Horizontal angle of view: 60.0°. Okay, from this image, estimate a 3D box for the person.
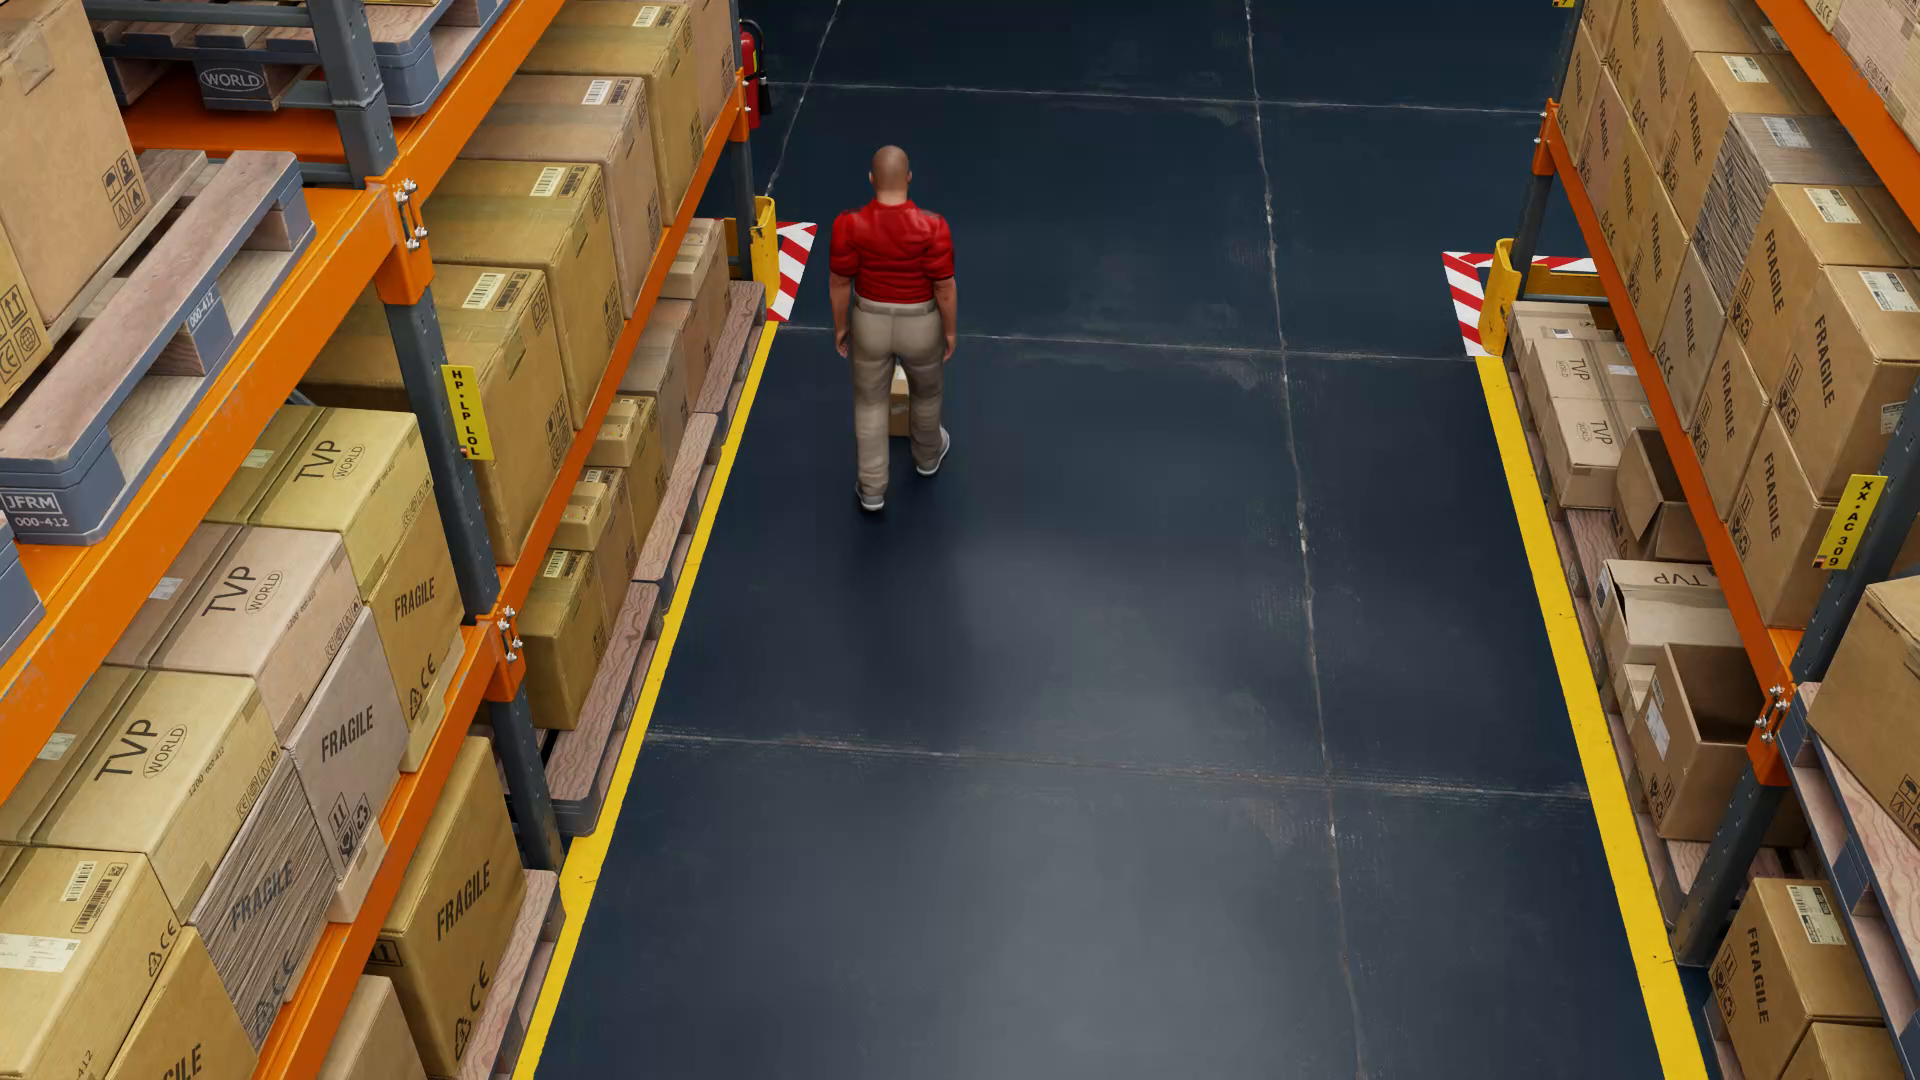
[{"bbox_3d":[-0.276,-0.963,7.323,0.550,1.730,0.653,4,40,4],"label":"person"}]
